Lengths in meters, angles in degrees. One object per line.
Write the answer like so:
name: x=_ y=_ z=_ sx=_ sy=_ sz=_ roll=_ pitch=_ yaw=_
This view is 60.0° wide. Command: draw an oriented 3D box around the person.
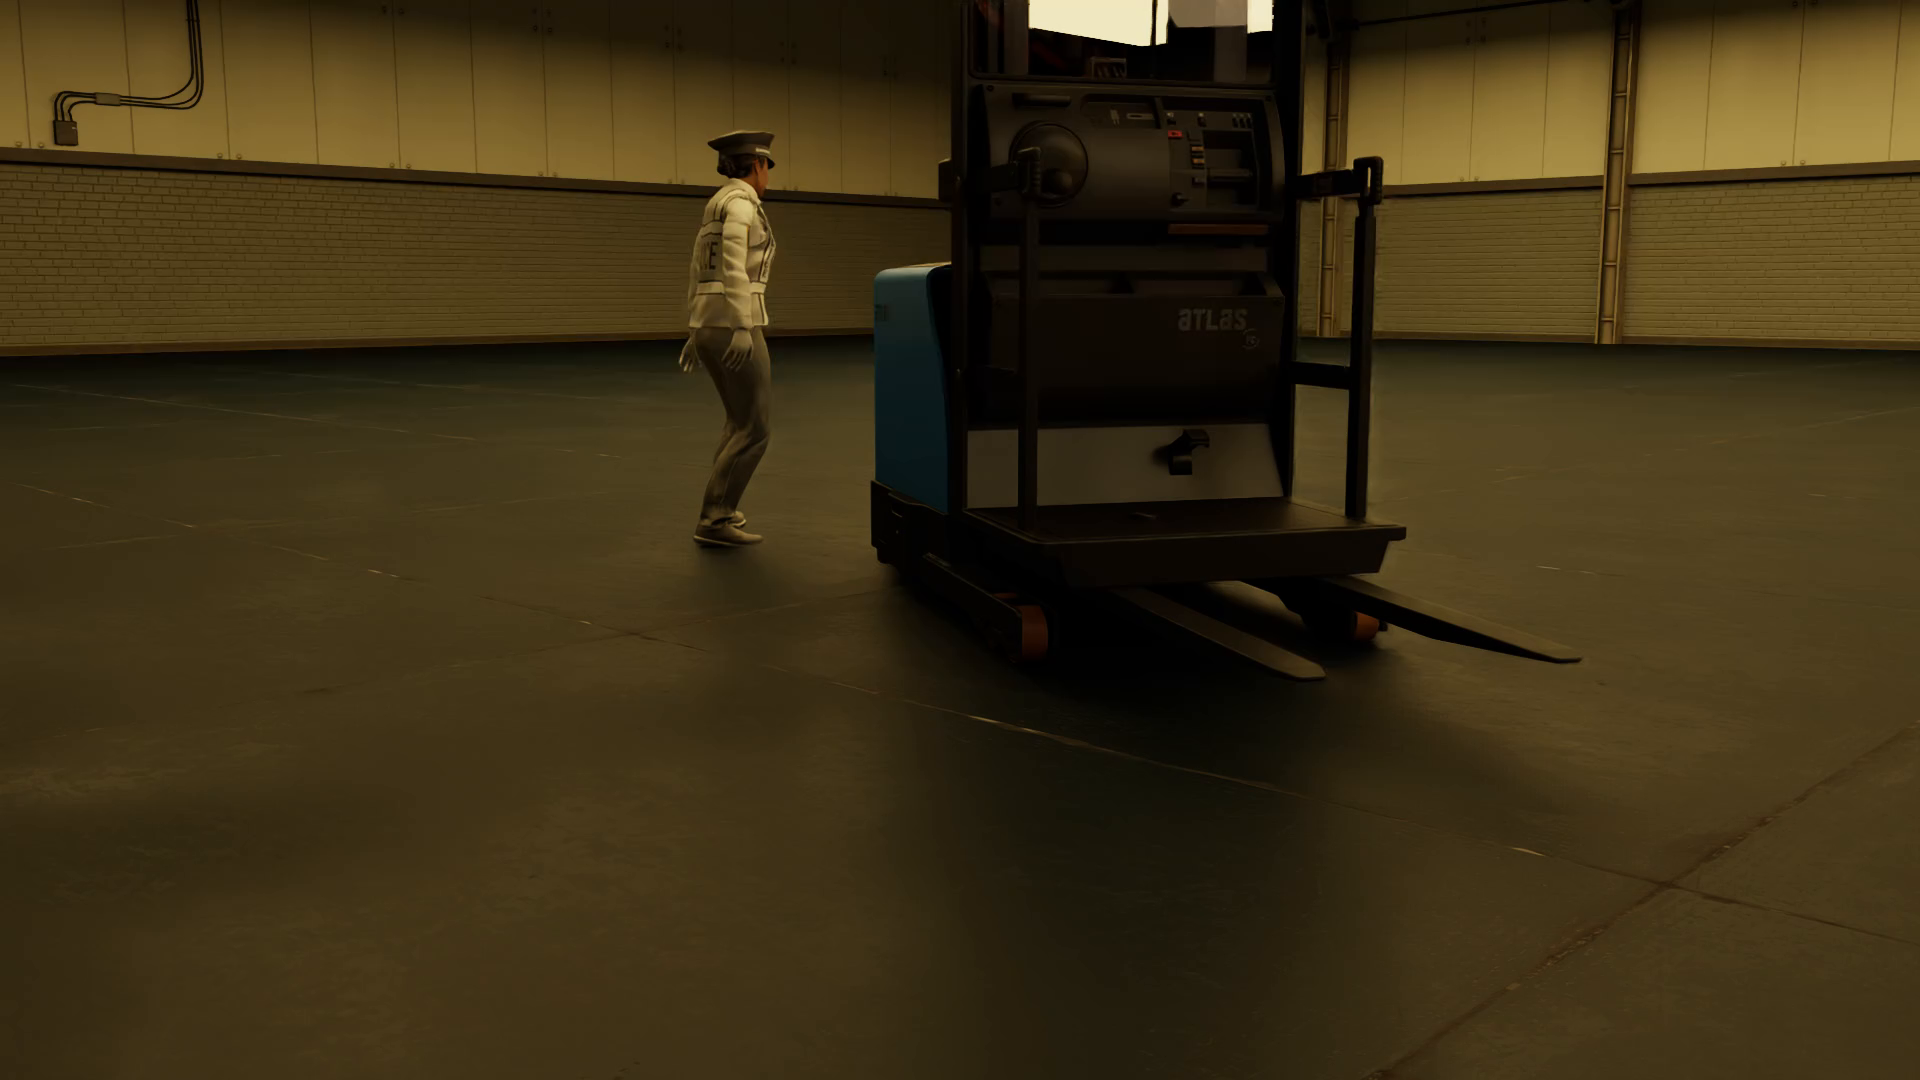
person: x=-0.911 y=-0.798 z=6.624 sx=0.408 sy=1.639 sz=0.803 roll=-4 pitch=9 yaw=-23

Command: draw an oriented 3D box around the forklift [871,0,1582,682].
forklift: x=0.579 y=-1.178 z=4.697 sx=1.130 sy=2.935 sz=3.031 roll=-3 pitch=9 yaw=-16
